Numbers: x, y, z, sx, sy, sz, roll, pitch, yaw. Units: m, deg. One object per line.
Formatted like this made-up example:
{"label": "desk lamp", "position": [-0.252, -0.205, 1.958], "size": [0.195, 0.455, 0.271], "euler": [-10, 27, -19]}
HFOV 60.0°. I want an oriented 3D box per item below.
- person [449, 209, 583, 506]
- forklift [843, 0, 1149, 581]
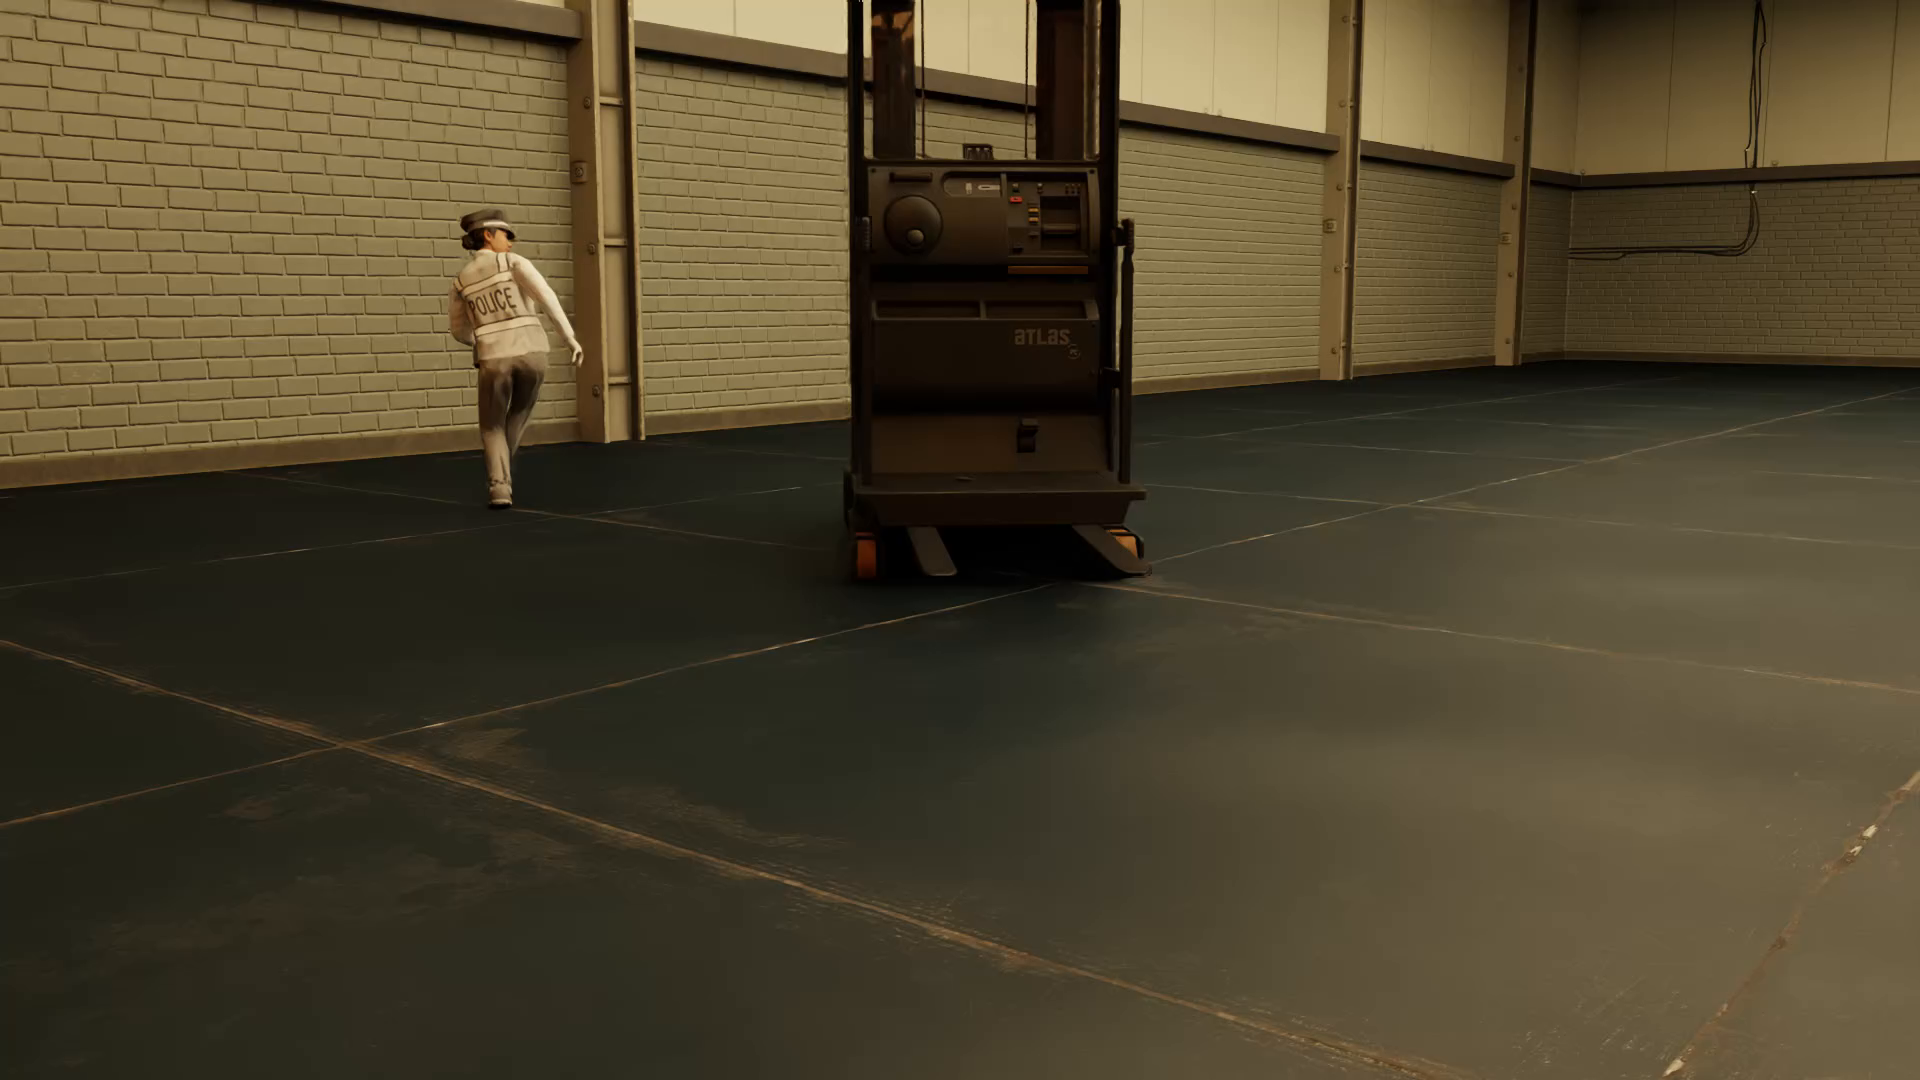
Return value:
{"label": "person", "position": [-2.311, -0.958, 8.726], "size": [0.701, 1.526, 0.732], "euler": [-1, 8, -8]}
{"label": "forklift", "position": [0.116, -1.343, 6.459], "size": [1.130, 2.935, 3.031], "euler": [-1, 8, -5]}
